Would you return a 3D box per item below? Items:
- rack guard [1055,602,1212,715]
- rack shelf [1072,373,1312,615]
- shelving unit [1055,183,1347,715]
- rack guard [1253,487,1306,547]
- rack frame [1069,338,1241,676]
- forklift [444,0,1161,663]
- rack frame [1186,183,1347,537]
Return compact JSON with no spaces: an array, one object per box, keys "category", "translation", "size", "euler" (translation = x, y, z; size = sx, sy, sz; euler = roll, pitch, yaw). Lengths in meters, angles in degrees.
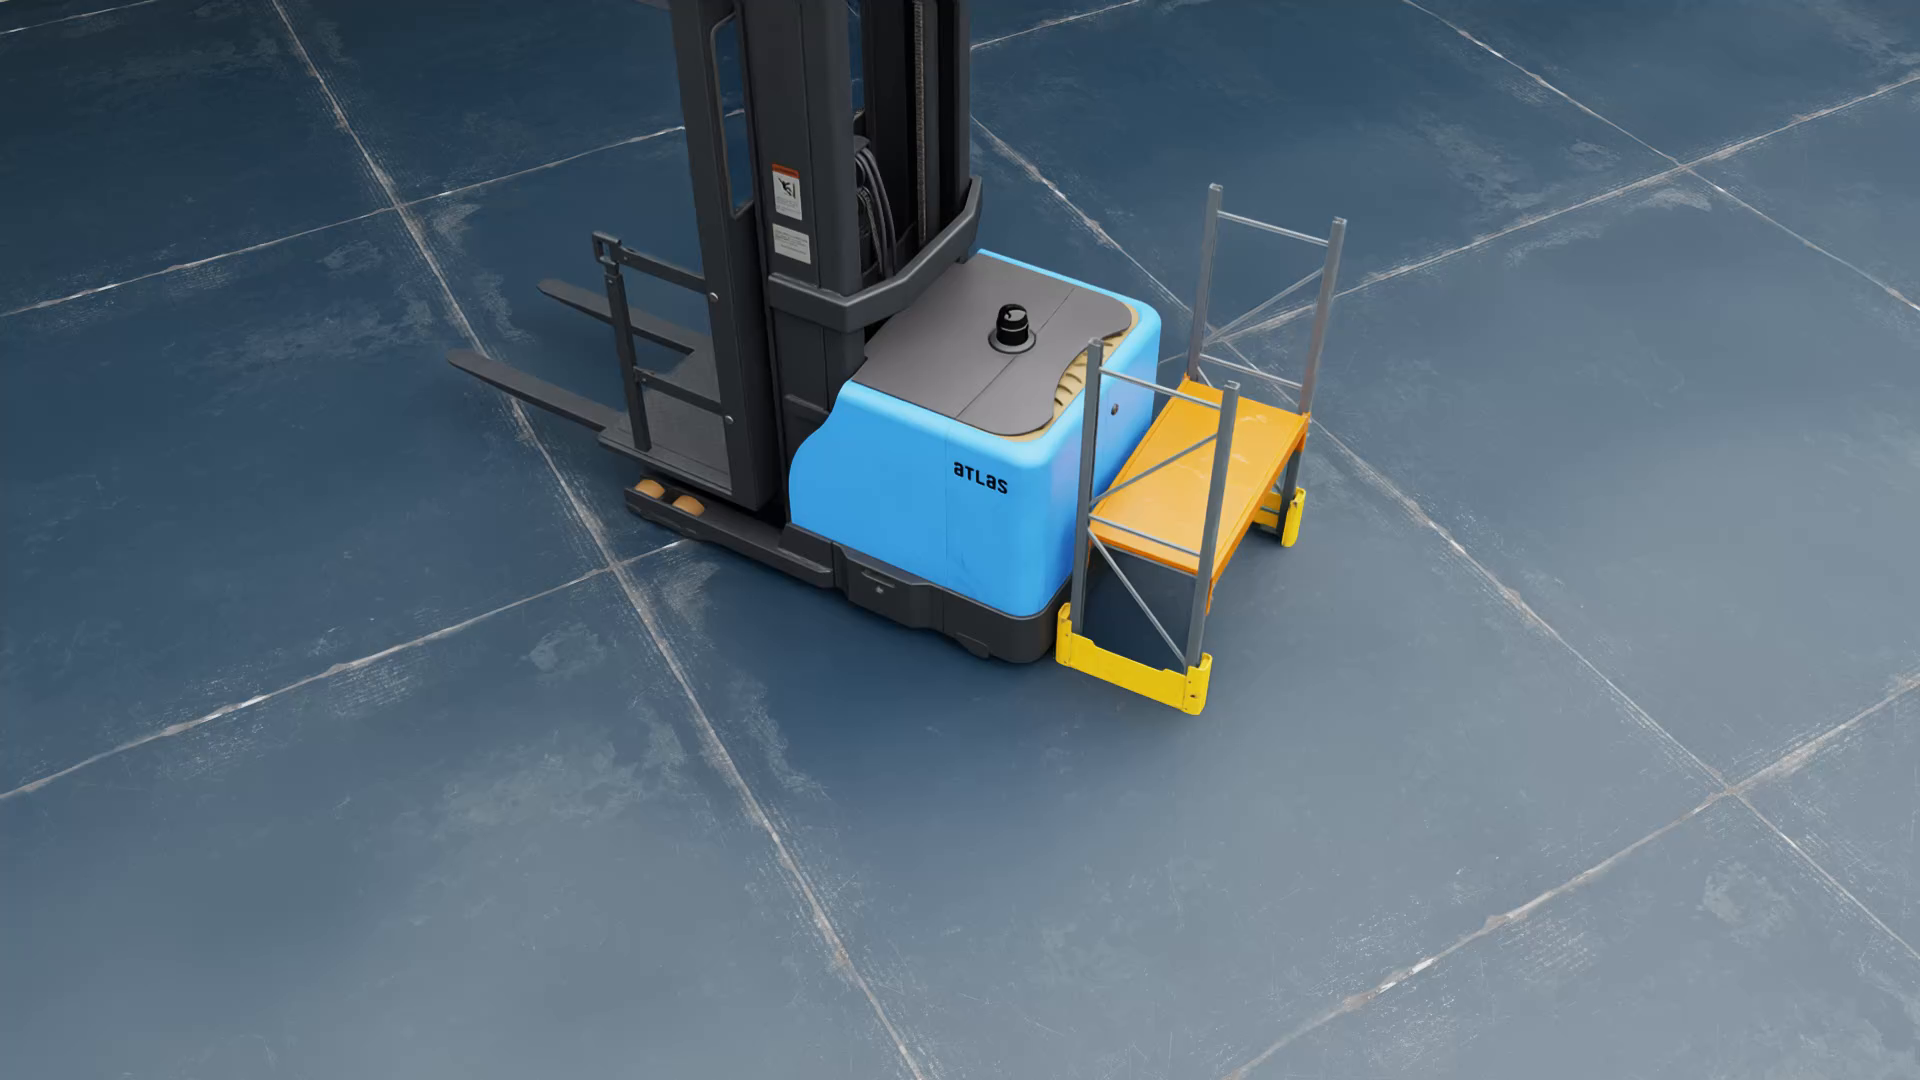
[{"category":"rack guard","translation":[0.632,0.436,6.121],"size":[0.587,0.250,0.087],"euler":[20,48,20]},{"category":"rack shelf","translation":[0.869,-0.195,6.132],"size":[0.538,0.185,1.000],"euler":[20,48,20]},{"category":"shelving unit","translation":[0.865,-0.319,6.001],"size":[0.587,1.500,1.083],"euler":[20,48,20]},{"category":"rack guard","translation":[1.098,-0.177,6.752],"size":[0.587,0.250,0.087],"euler":[20,48,20]},{"category":"rack frame","translation":[0.631,-0.011,5.685],"size":[0.500,1.500,0.032],"euler":[20,48,20]},{"category":"forklift","translation":[-0.779,-1.362,6.049],"size":[3.031,2.935,1.130],"euler":[22,48,21]},{"category":"rack frame","translation":[1.107,-0.637,6.330],"size":[0.500,1.500,0.032],"euler":[20,48,20]}]
